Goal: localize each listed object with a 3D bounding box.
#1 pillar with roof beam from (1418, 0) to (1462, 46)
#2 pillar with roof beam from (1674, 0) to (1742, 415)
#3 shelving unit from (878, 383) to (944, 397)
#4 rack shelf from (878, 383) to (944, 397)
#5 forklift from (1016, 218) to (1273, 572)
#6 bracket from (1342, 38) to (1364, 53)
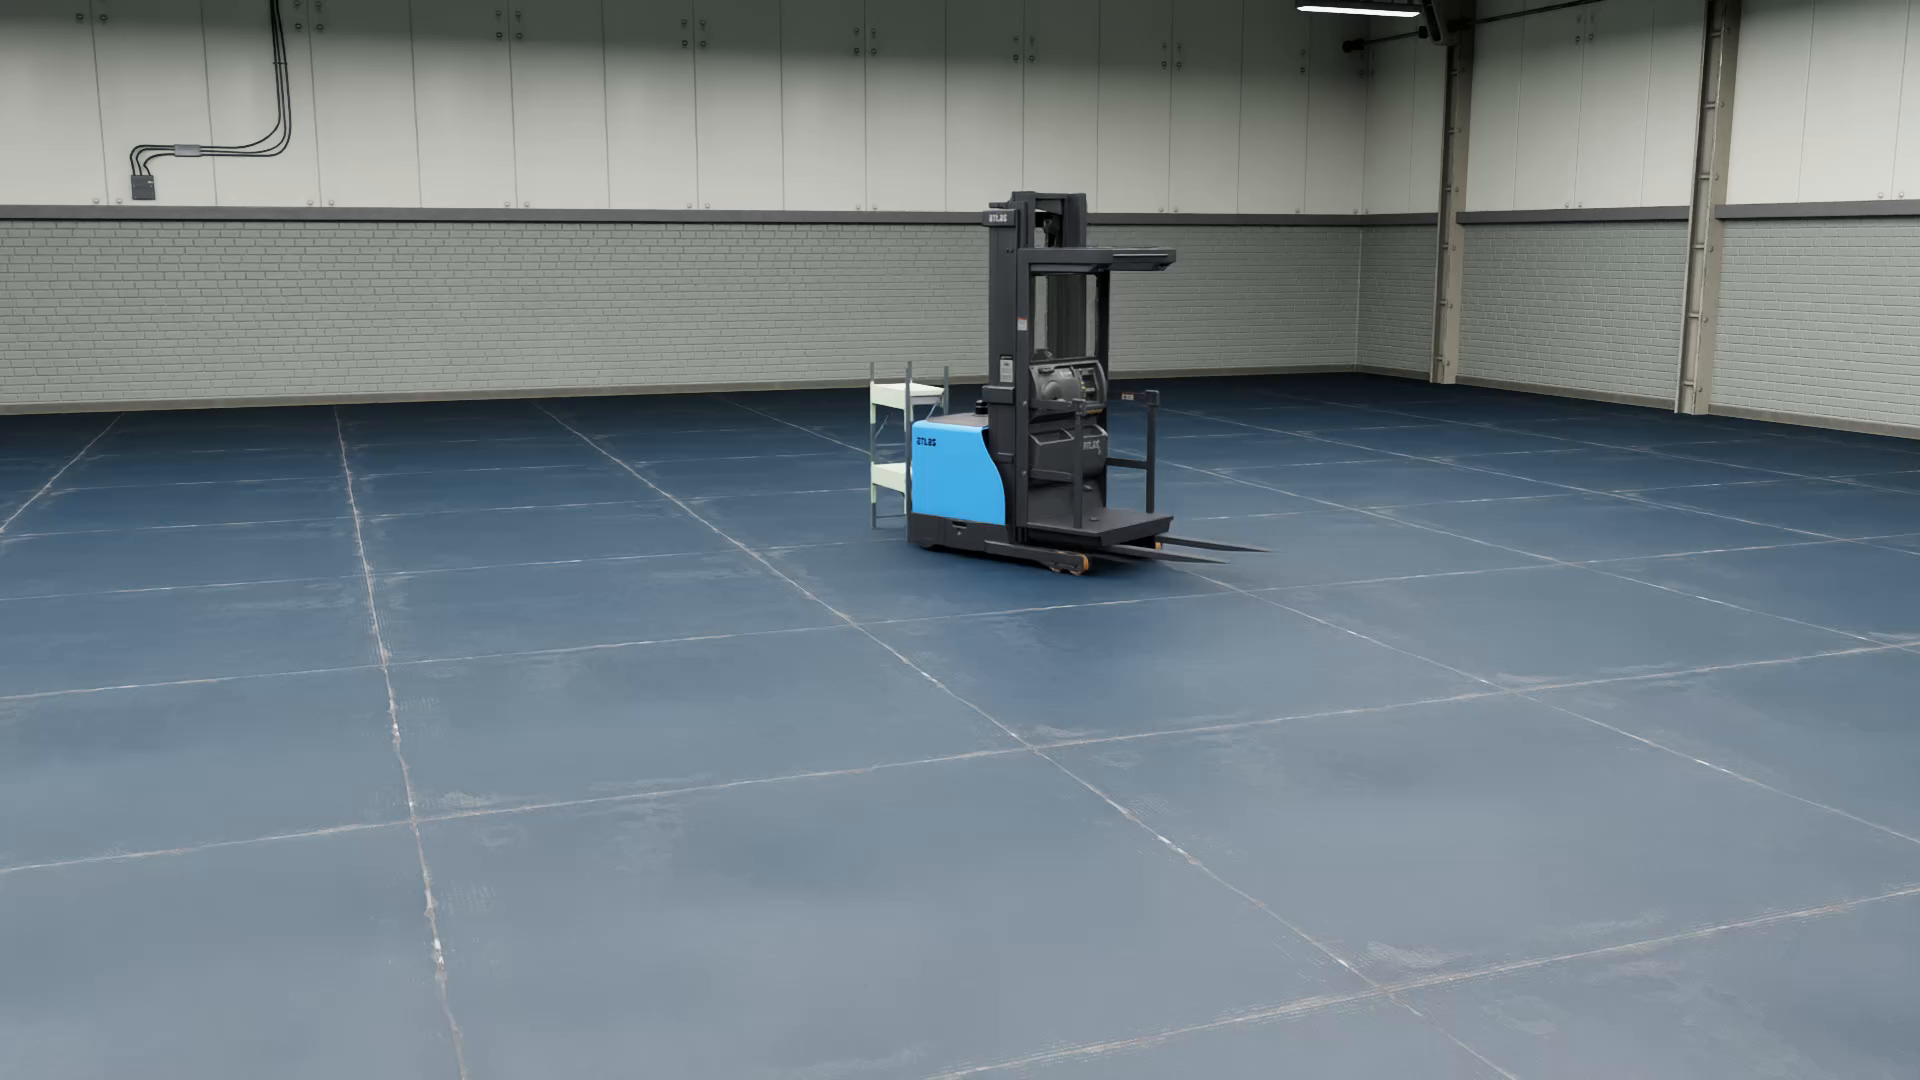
[{"bbox_3d":[4.743,-10.010,27.831,8.718,2.987,0.548,-4,11,-21],"label":"pillar with roof beam"},{"bbox_3d":[7.096,-6.083,22.920,9.100,9.000,0.548,-4,11,-21],"label":"pillar with roof beam"},{"bbox_3d":[-0.448,-1.311,14.520,0.368,0.052,0.686,-5,11,-27],"label":"shelving unit"},{"bbox_3d":[-0.448,-1.311,14.520,0.368,0.052,0.686,-5,11,-27],"label":"rack shelf"},{"bbox_3d":[1.356,-1.126,12.950,2.170,2.733,1.118,9,13,40],"label":"forklift"},{"bbox_3d":[7.594,-9.539,32.076,0.235,0.232,0.430,-4,11,-21],"label":"bracket"}]
